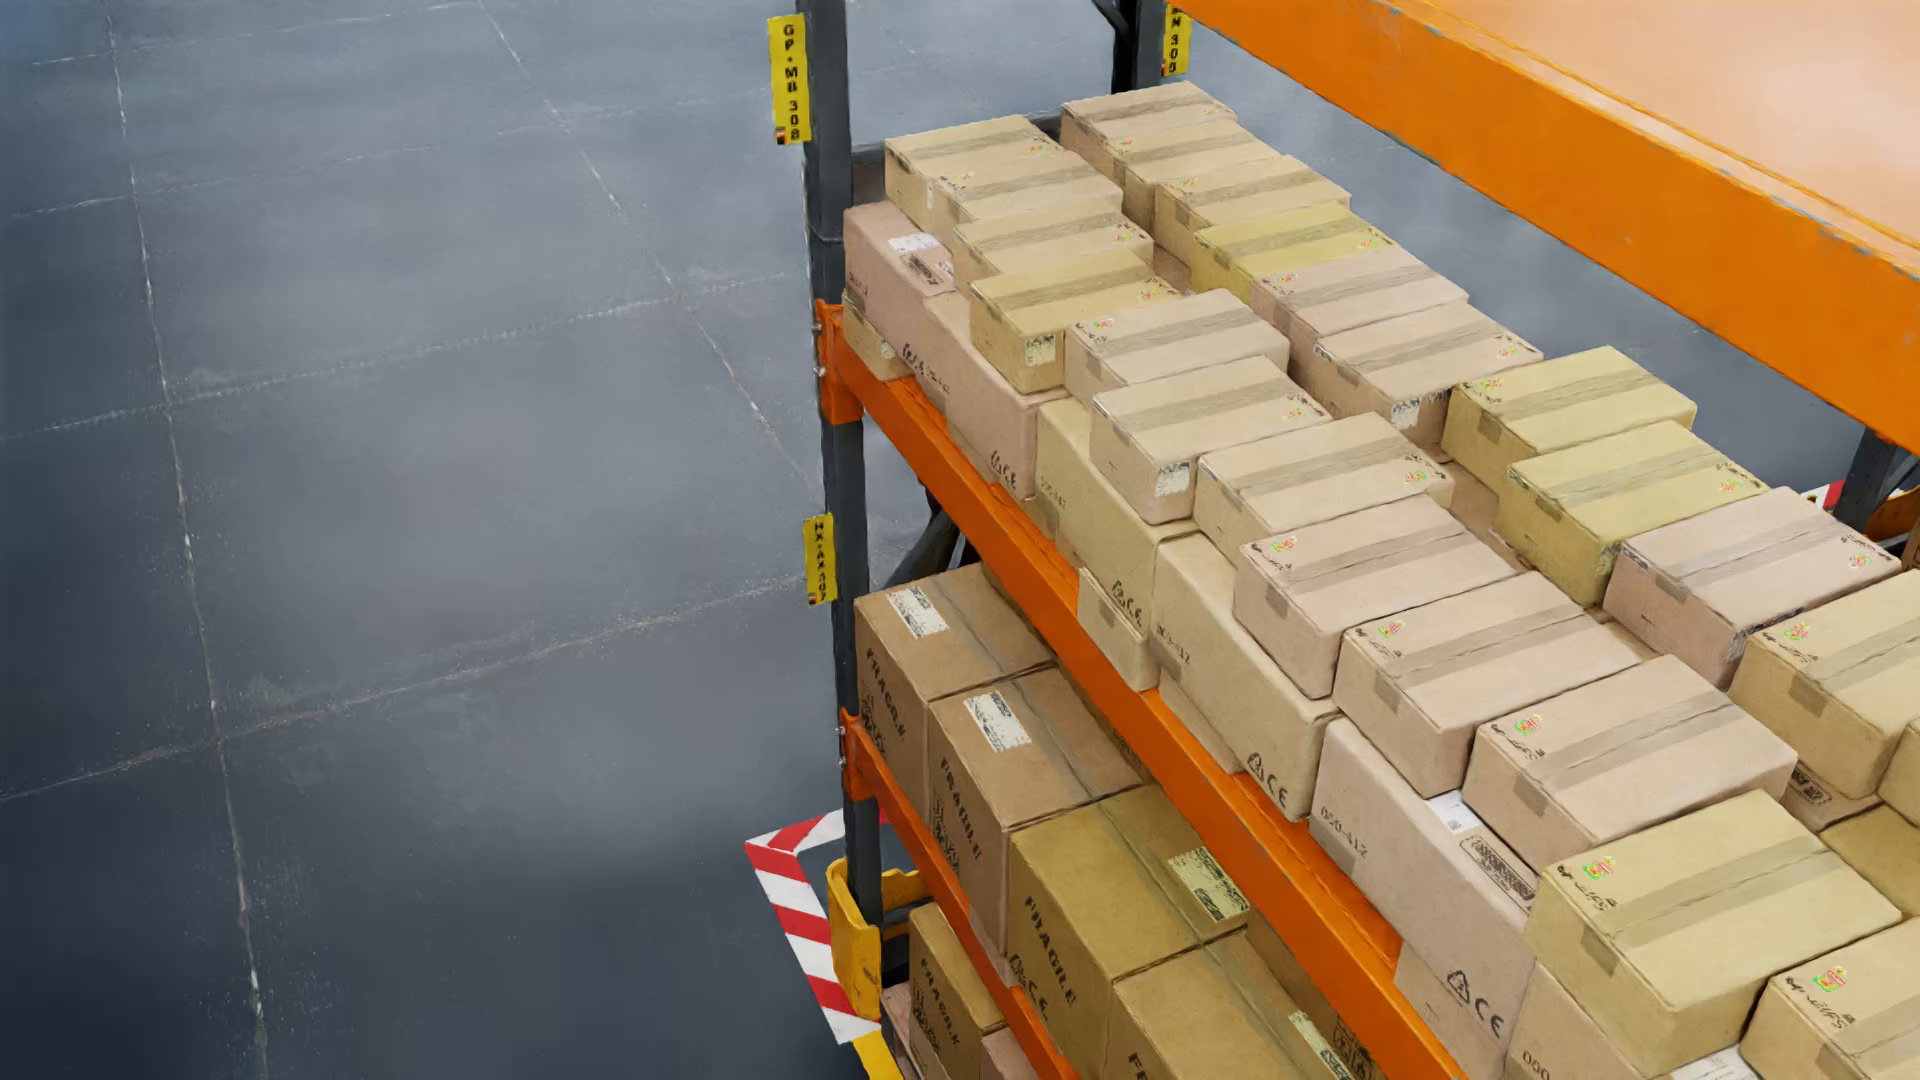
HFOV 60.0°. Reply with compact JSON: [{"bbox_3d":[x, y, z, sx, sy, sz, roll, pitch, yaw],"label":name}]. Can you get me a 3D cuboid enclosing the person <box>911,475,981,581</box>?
[{"bbox_3d":[0.093,-0.251,7.215,0.682,1.764,0.547,7,37,9],"label":"person"}]
